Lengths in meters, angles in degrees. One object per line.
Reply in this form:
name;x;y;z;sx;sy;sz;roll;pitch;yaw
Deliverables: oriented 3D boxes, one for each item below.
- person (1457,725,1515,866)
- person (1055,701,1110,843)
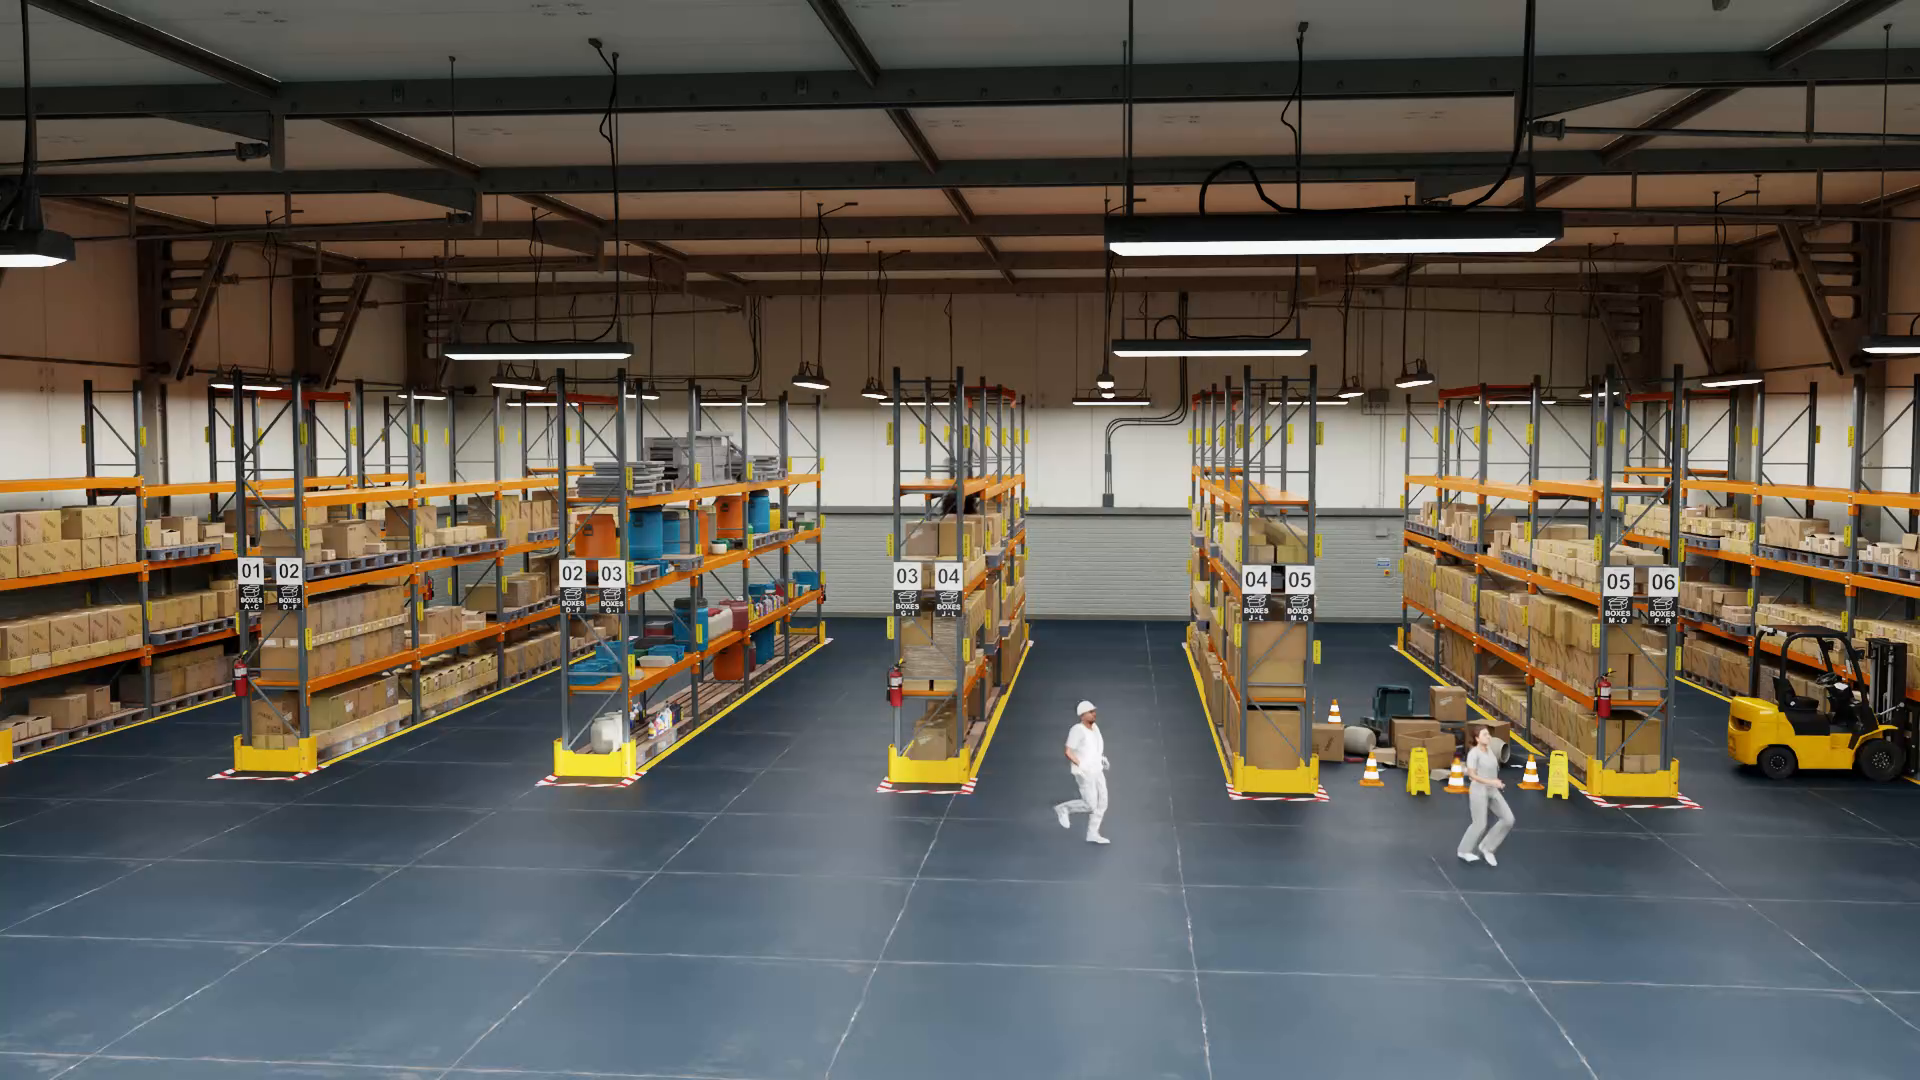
person;6.131;2.979;19.424;0.574;1.644;0.668;-2;4;-35
person;1.537;2.860;20.579;0.710;1.747;0.684;2;4;34
